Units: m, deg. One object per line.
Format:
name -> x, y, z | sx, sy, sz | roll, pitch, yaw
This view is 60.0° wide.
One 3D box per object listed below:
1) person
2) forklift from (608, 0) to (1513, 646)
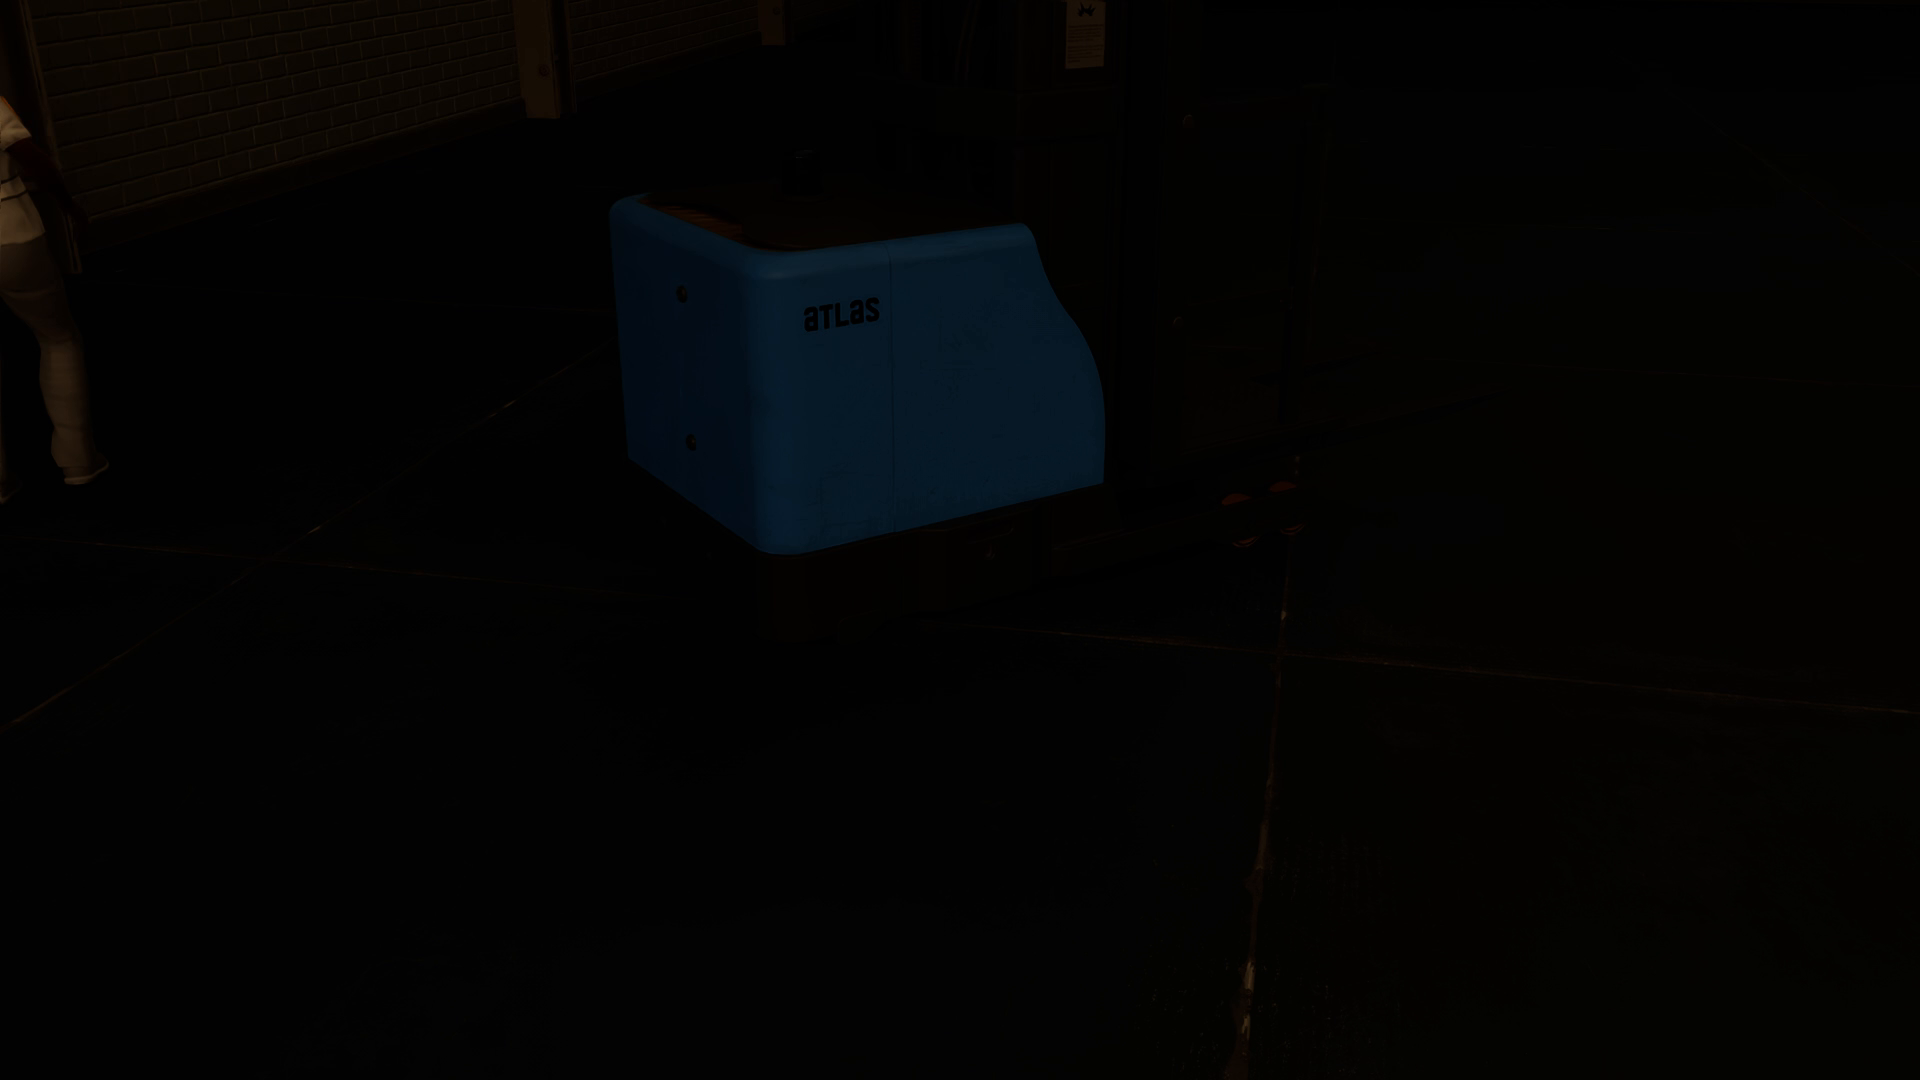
person -> -3.115, -0.922, 5.267 | 0.655, 1.637, 0.487 | -2, 22, -4
forklift -> 0.509, -1.485, 4.909 | 3.031, 2.935, 1.130 | -14, 26, -30
